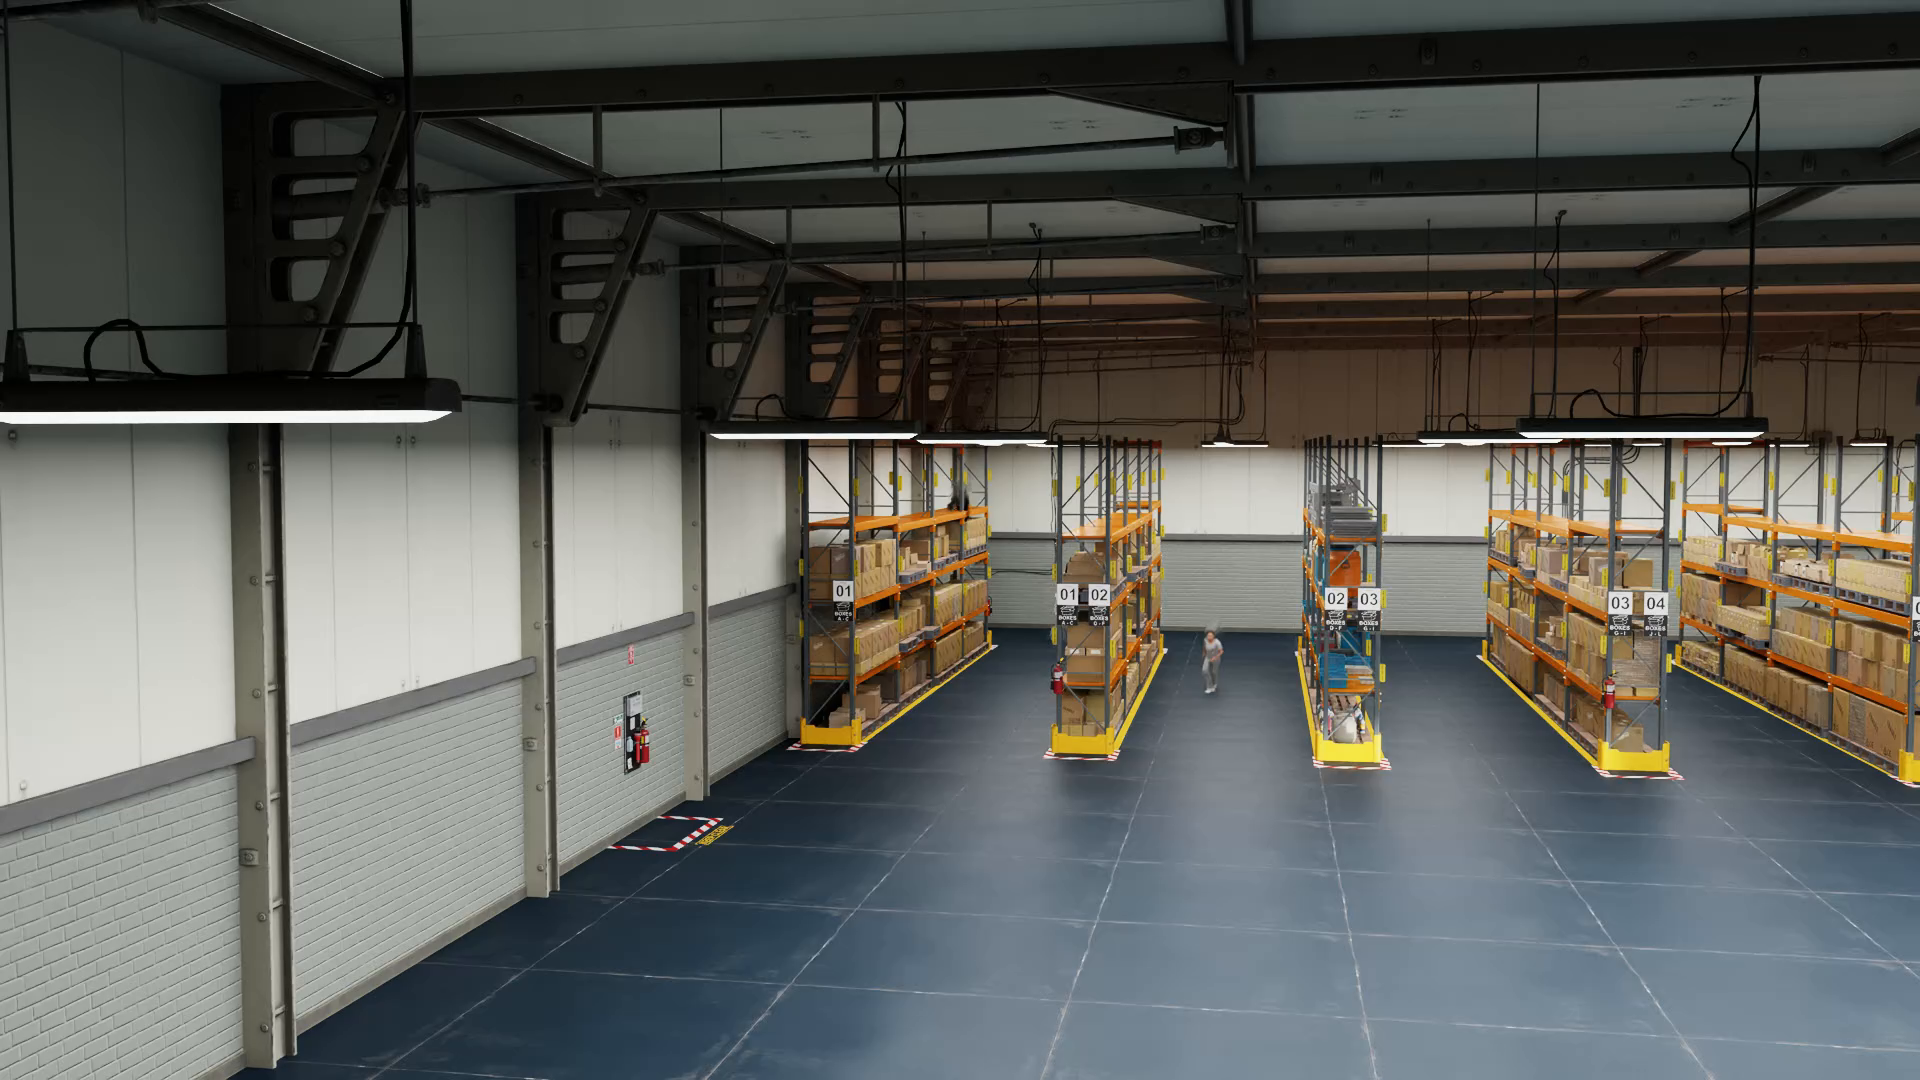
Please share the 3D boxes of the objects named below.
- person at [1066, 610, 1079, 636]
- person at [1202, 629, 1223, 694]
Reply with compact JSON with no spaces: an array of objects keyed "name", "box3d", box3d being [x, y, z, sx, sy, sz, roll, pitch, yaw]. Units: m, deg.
[{"name":"person","box3d":[3.537,2.262,49.491,0.849,1.584,0.687,2,4,37]},{"name":"person","box3d":[5.991,2.821,39.239,0.571,1.511,1.041,1,3,23]}]
